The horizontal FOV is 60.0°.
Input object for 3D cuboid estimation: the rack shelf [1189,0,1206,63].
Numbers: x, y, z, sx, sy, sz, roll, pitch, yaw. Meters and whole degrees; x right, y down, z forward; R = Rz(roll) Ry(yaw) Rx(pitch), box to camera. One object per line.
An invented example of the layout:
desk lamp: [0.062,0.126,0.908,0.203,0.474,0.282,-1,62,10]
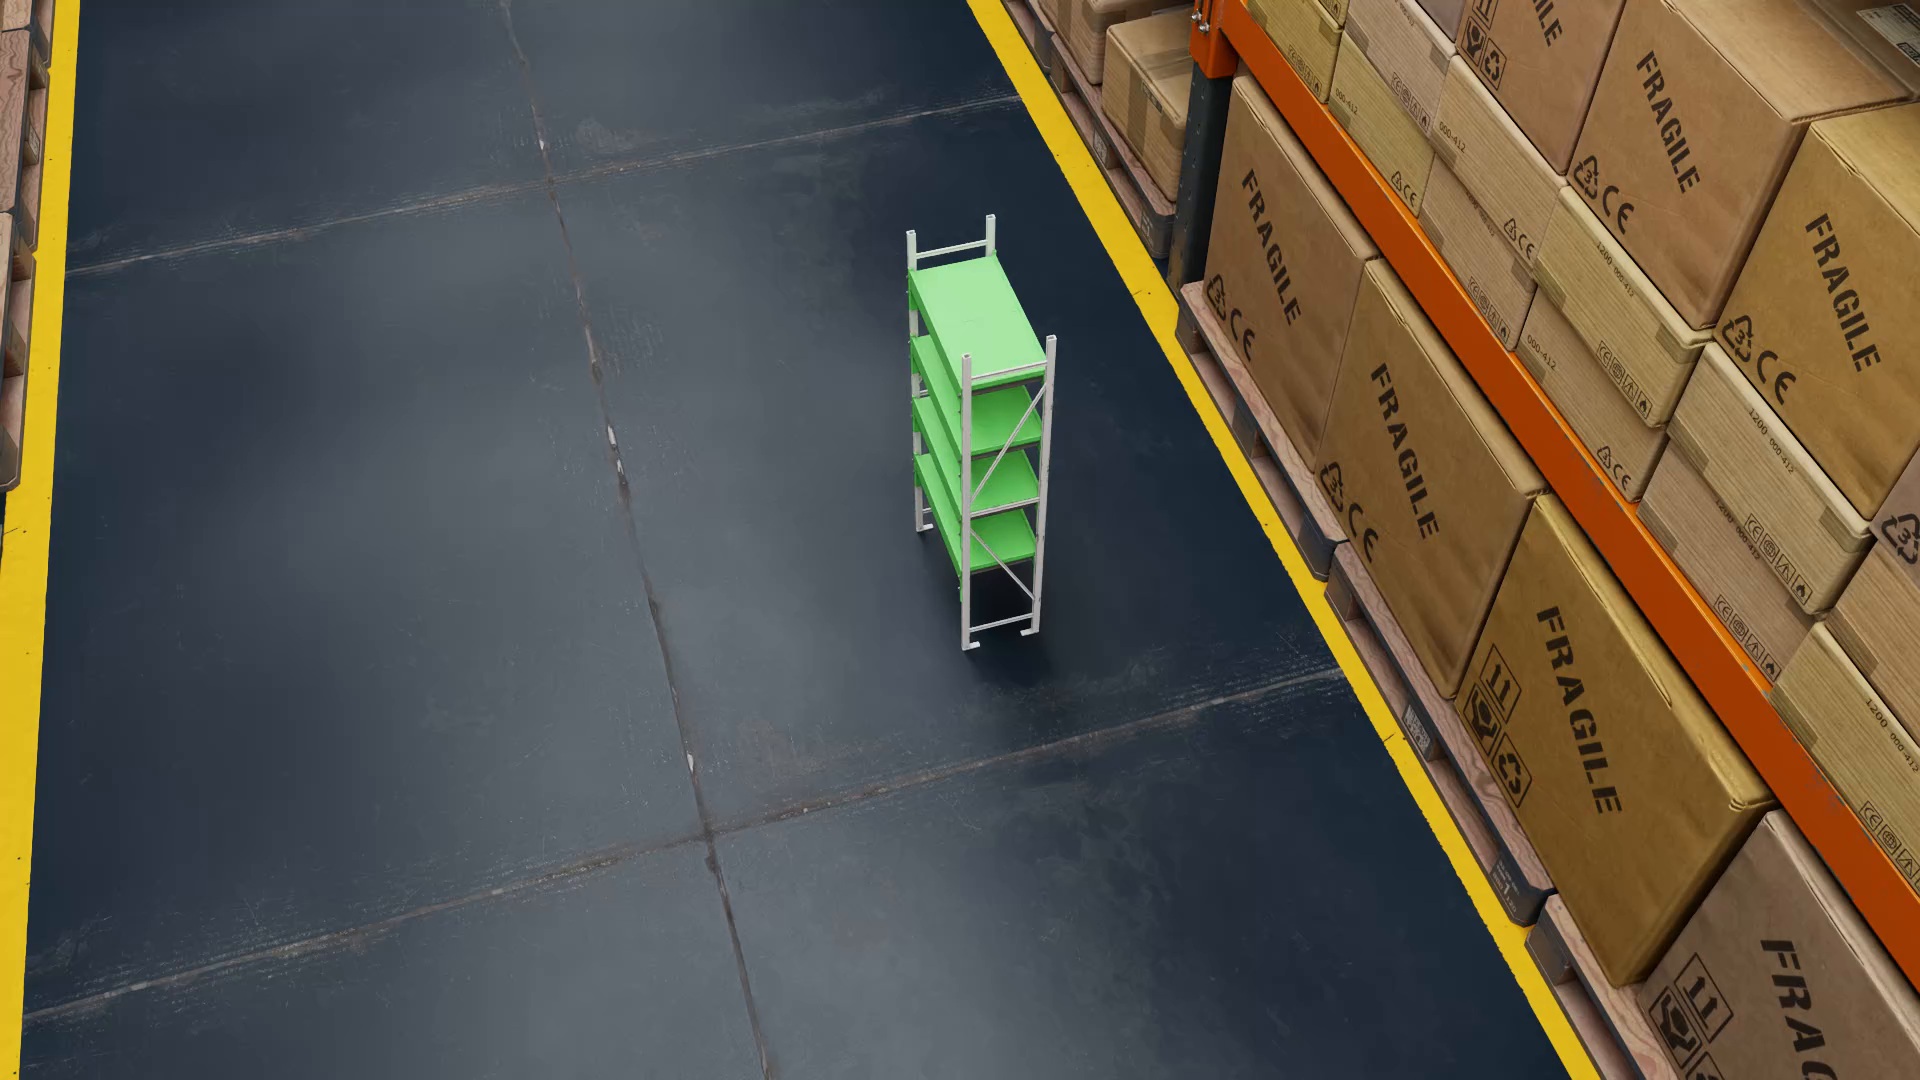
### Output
rack shelf: [0.652,-3.201,6.457,1.077,0.370,4.000,-13,51,-11]

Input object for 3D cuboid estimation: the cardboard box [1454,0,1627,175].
cardboard box: [1.450,-1.170,3.555,0.500,0.500,0.500,-12,51,-10]

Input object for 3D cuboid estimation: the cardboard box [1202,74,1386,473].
cardboard box: [1.368,-0.900,5.162,0.875,0.875,0.875,-14,51,-11]

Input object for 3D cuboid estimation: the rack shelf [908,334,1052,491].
rack shelf: [0.049,-0.379,4.555,0.258,0.148,0.480,-13,51,-11]

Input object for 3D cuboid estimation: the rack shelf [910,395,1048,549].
rack shelf: [0.049,-0.225,4.738,0.258,0.148,0.480,-13,51,-11]

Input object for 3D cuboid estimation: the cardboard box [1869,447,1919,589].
cardboard box: [1.894,-0.051,2.612,0.500,0.500,0.500,-12,51,-10]

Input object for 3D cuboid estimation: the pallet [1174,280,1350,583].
pallet: [1.405,-0.481,5.517,1.003,0.211,1.213,-13,51,-11]

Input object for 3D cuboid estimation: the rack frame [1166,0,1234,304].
rack frame: [1.243,-1.972,4.951,1.000,3.000,0.127,-13,51,-11]

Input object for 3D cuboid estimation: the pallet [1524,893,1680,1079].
pallet: [2.126,1.301,4.015,1.003,0.211,1.213,-13,51,-11]

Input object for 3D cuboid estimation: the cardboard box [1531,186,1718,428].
cardboard box: [1.582,-0.541,3.515,0.500,0.250,0.500,-13,51,-10]

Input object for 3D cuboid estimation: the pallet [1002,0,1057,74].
pallet: [0.657,-2.534,7.248,1.003,0.211,1.213,-13,51,-11]

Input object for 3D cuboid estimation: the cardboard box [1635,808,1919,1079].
cardboard box: [2.167,1.064,3.506,0.875,0.875,0.875,-12,51,-10]

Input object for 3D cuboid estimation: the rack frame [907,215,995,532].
rack frame: [-0.023,-0.444,4.840,0.240,1.200,0.015,-13,51,-11]

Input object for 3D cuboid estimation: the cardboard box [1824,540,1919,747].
cardboard box: [1.909,0.206,2.886,0.500,0.250,0.500,-12,51,-10]

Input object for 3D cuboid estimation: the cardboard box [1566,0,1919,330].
cardboard box: [1.596,-0.801,3.244,0.500,0.500,0.500,-13,51,-10]

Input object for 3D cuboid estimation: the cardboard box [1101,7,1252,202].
cardboard box: [1.086,-1.676,6.145,0.950,0.372,0.625,-16,52,-13]

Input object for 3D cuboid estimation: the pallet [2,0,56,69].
pallet: [-4.425,-2.341,7.085,1.003,0.211,1.213,-13,51,-11]

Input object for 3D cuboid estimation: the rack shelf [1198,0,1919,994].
rack shelf: [1.835,-0.280,3.994,1.077,0.370,4.000,-13,51,-11]

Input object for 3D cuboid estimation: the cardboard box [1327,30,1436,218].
cardboard box: [1.317,-1.139,4.346,0.500,0.250,0.500,-15,51,-12]

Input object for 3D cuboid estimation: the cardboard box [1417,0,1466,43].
cardboard box: [1.312,-1.551,3.876,0.500,0.500,0.500,-13,51,-11]

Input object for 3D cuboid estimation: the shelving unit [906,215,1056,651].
shelving unit: [0.049,-0.266,4.689,0.258,1.200,0.503,-13,51,-11]

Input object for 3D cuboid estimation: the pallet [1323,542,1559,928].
pallet: [1.762,0.409,4.767,1.003,0.211,1.213,-13,51,-11]

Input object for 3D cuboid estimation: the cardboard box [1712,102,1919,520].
cardboard box: [1.763,-0.426,2.928,0.500,0.500,0.500,-12,51,-10]

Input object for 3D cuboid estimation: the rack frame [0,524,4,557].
rack frame: [-3.497,-0.847,4.002,1.000,3.000,0.127,-13,51,-11]

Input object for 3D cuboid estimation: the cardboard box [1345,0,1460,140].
cardboard box: [1.309,-1.281,4.140,0.500,0.250,0.500,-12,51,-10]

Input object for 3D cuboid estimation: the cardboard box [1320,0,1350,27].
cardboard box: [1.157,-1.659,4.458,0.500,0.250,0.500,-14,51,-11]

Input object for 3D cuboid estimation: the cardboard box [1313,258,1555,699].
cardboard box: [1.628,-0.247,4.612,0.875,0.875,0.875,-13,51,-11]

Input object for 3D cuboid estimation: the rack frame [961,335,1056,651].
rack frame: [0.121,-0.088,4.539,0.240,1.200,0.015,-13,51,-11]

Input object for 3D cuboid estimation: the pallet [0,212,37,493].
pallet: [-3.703,-0.559,5.583,1.003,0.211,1.213,-13,51,-11]

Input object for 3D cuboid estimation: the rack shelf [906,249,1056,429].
rack shelf: [0.049,-0.534,4.371,0.258,0.148,0.480,-13,51,-11]

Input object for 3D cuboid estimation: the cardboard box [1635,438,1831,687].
cardboard box: [1.772,-0.018,3.402,0.500,0.250,0.500,-15,51,-12]

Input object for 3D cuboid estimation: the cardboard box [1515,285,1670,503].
cardboard box: [1.615,-0.395,3.719,0.500,0.250,0.500,-13,51,-11]

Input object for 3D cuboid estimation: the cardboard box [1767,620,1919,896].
cardboard box: [1.903,0.355,3.087,0.500,0.250,0.500,-14,51,-11]

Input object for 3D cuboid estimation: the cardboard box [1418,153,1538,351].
cardboard box: [1.466,-0.754,4.022,0.500,0.250,0.500,-12,51,-10]

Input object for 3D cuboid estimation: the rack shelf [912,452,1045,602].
rack shelf: [0.049,-0.070,4.922,0.258,0.148,0.480,-13,51,-11]

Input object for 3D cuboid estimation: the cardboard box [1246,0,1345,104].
cardboard box: [1.148,-1.510,4.659,0.500,0.250,0.500,-14,51,-12]

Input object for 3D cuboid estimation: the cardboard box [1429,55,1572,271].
cardboard box: [1.445,-0.915,3.830,0.500,0.250,0.500,-13,51,-11]

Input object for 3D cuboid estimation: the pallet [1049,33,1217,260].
pallet: [1.014,-1.645,6.498,1.003,0.211,1.213,-13,51,-11]

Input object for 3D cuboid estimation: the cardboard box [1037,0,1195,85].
cardboard box: [0.860,-2.213,6.598,0.950,0.372,0.625,-14,51,-12]

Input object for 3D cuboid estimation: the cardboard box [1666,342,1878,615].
cardboard box: [1.750,-0.171,3.203,0.500,0.250,0.500,-12,51,-10]

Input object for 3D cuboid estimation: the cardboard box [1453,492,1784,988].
cardboard box: [1.892,0.406,4.061,0.875,0.875,0.875,-12,51,-10]

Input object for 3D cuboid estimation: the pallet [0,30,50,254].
pallet: [-4.060,-1.448,6.333,1.003,0.211,1.213,-13,51,-11]
